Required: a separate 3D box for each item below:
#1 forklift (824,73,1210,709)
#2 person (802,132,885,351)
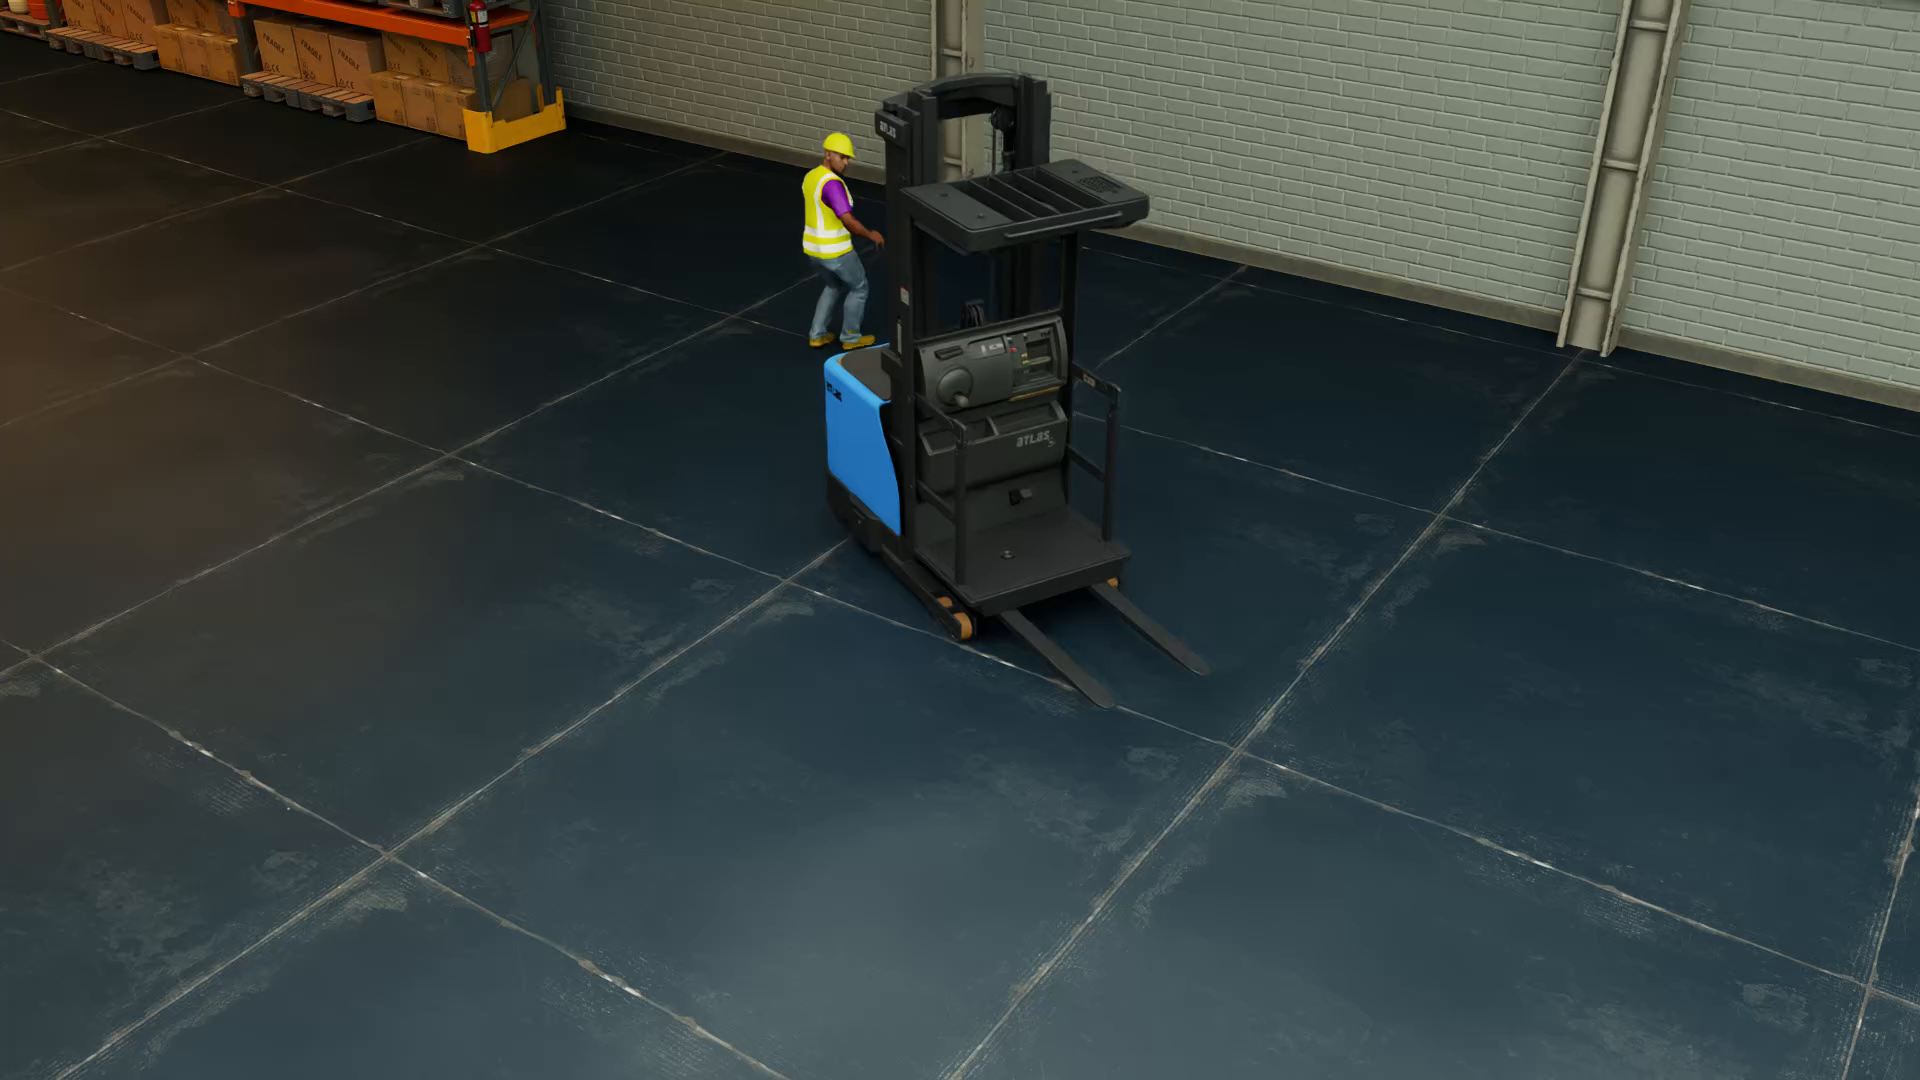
[{"bbox_3d":[0.300,-0.951,9.220,1.130,2.935,3.031,-16,34,-25],"label":"forklift"},{"bbox_3d":[-0.900,-2.268,12.757,0.645,1.716,0.821,-21,36,-32],"label":"person"}]
